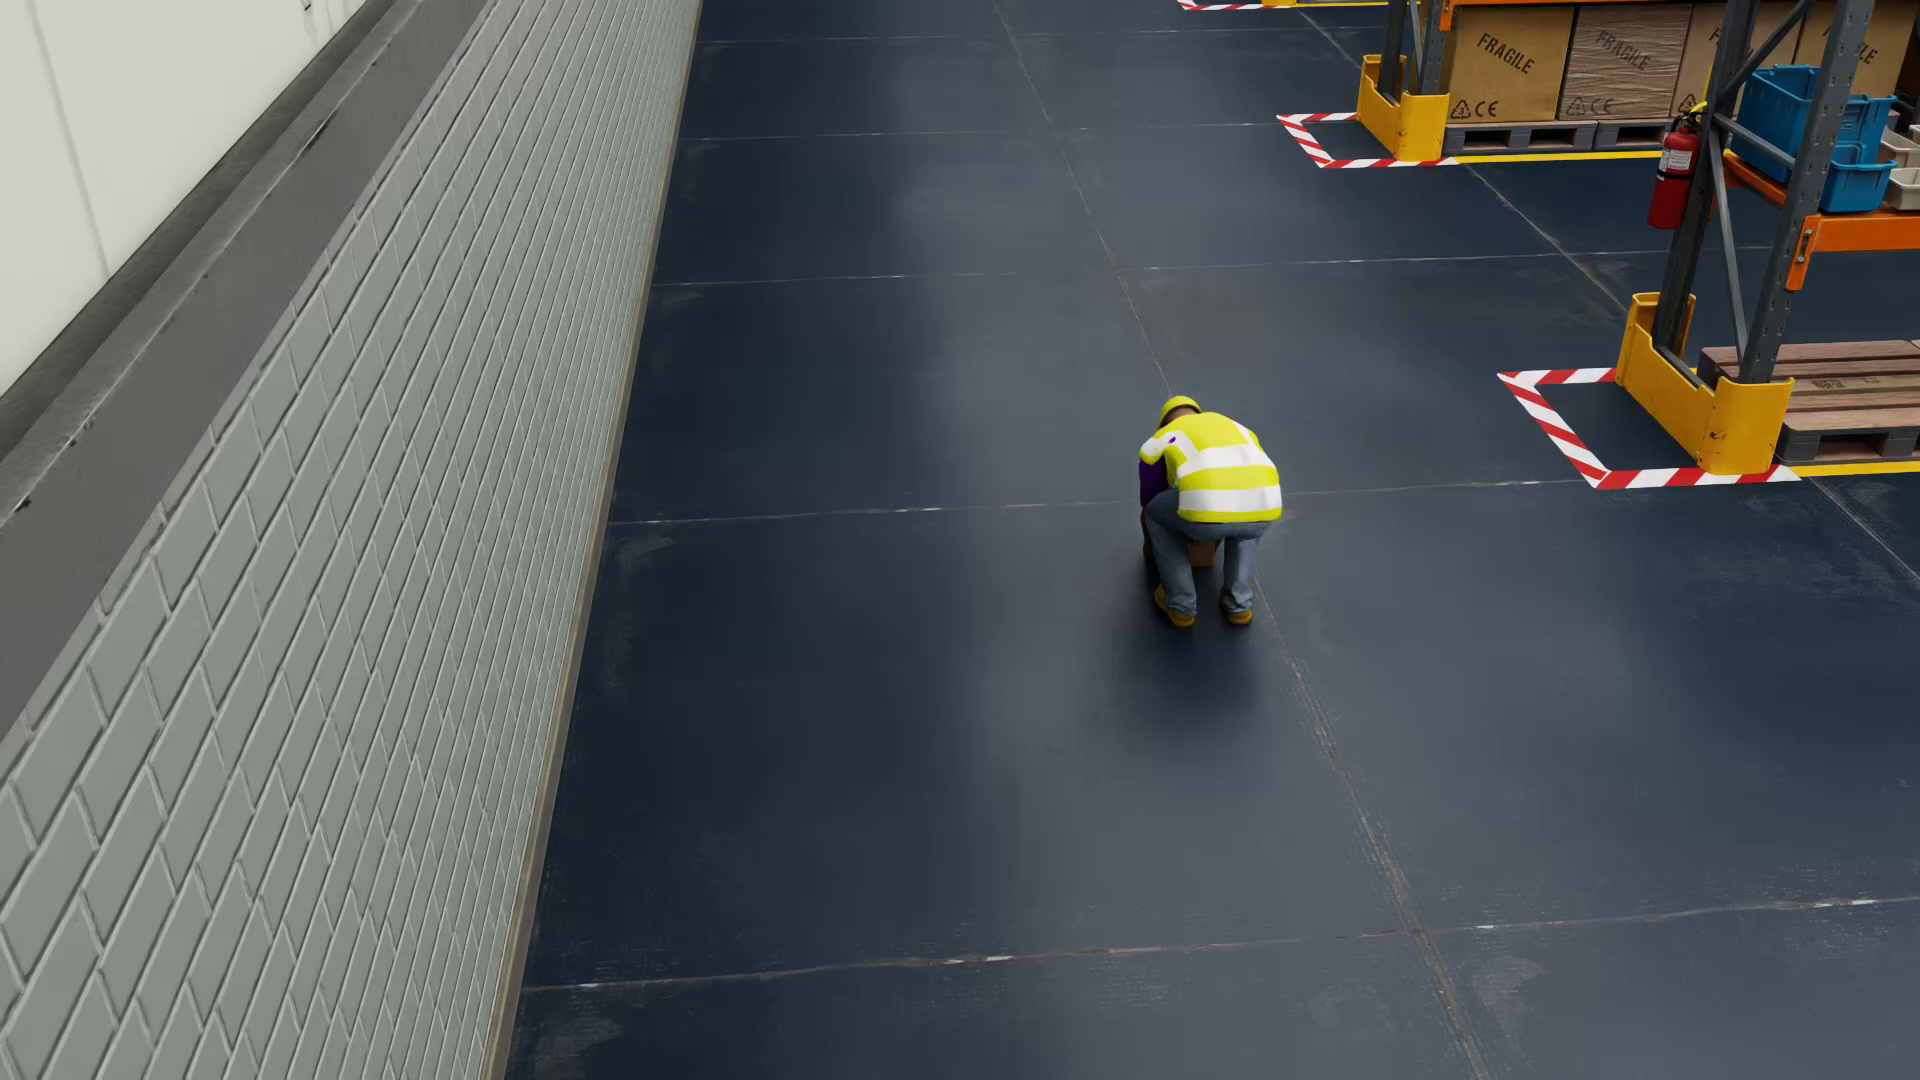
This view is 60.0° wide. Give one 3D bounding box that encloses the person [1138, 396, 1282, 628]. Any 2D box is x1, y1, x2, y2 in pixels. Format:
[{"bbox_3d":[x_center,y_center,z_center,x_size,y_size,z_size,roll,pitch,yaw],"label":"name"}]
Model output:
[{"bbox_3d":[1.048,-0.134,7.248,0.518,0.863,0.980,-4,31,-6],"label":"person"}]
